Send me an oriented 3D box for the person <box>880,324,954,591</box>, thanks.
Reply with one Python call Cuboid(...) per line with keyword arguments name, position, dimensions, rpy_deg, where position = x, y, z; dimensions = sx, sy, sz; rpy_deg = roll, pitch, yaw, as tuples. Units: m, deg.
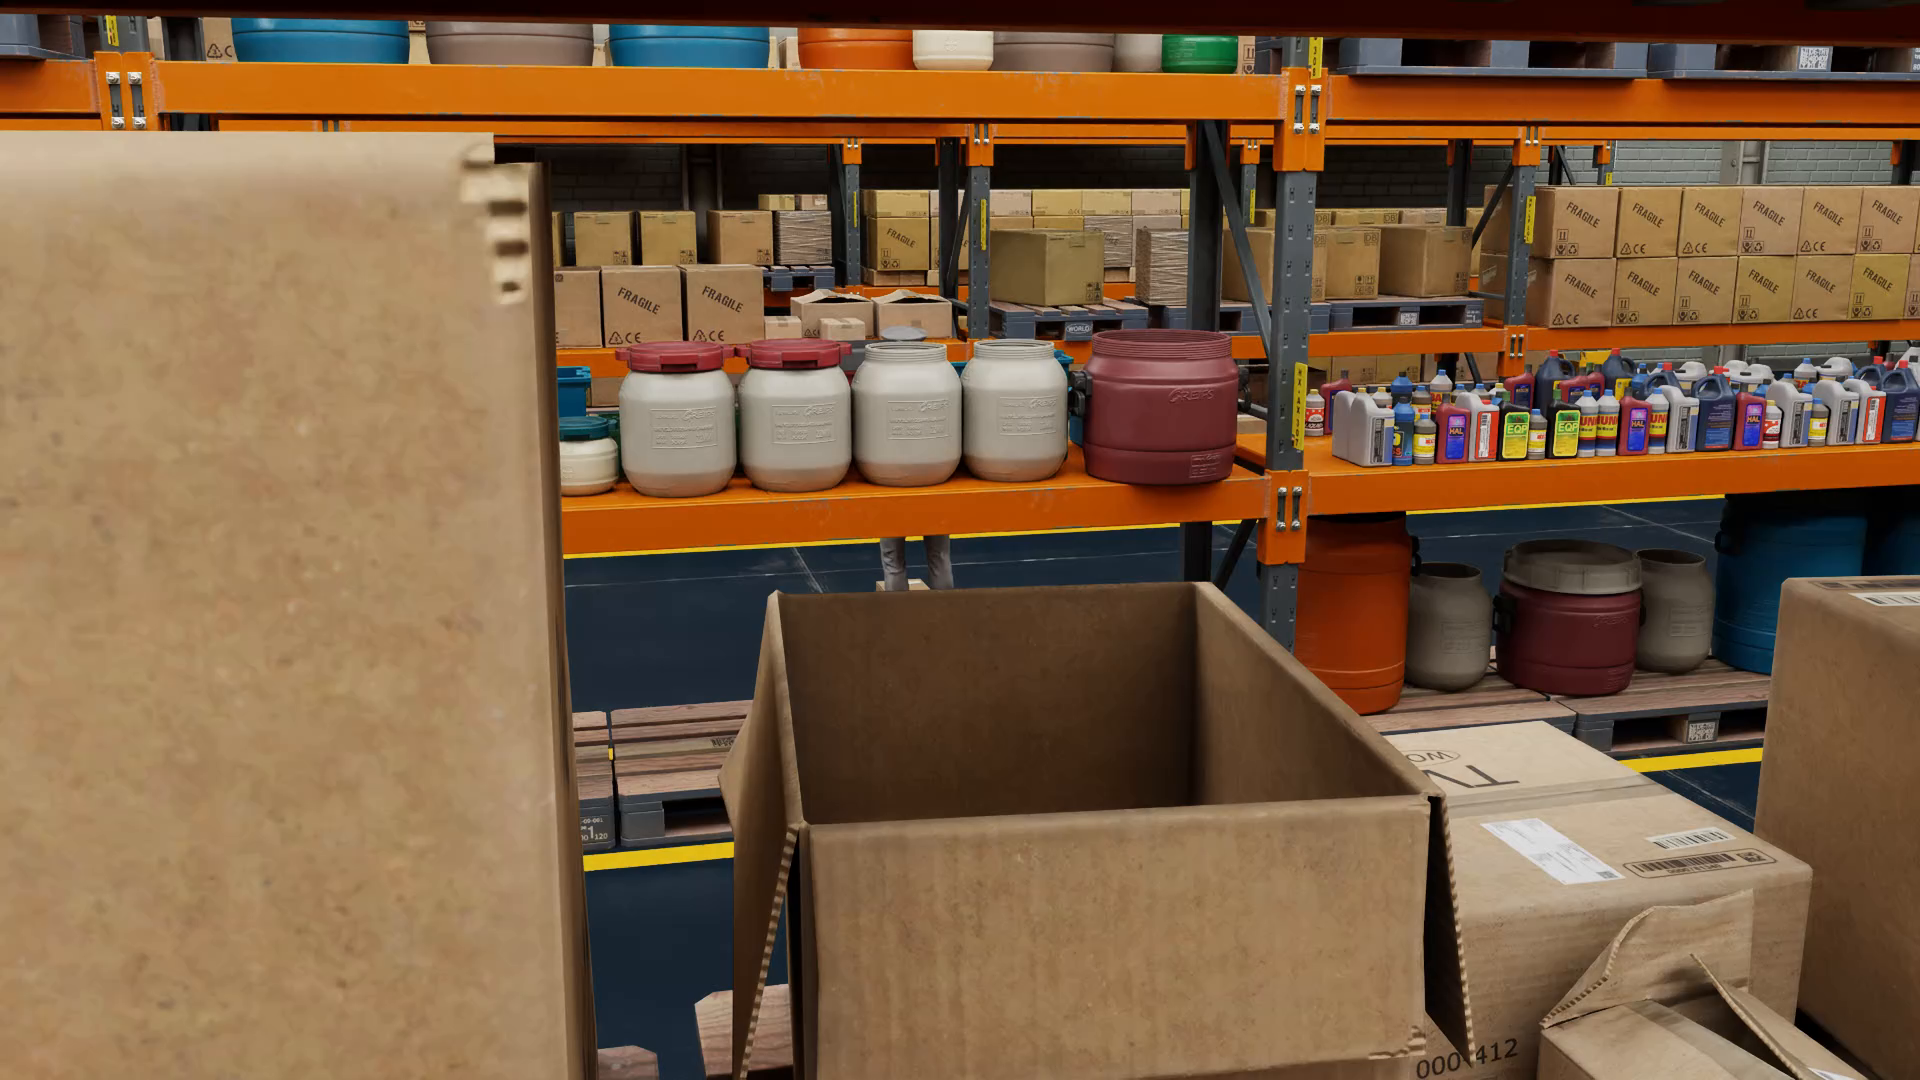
Cuboid(name="person", position=(-0.252, -0.270, 8.642), dimensions=(0.547, 1.667, 0.369), rpy_deg=(-4, 13, -16))
